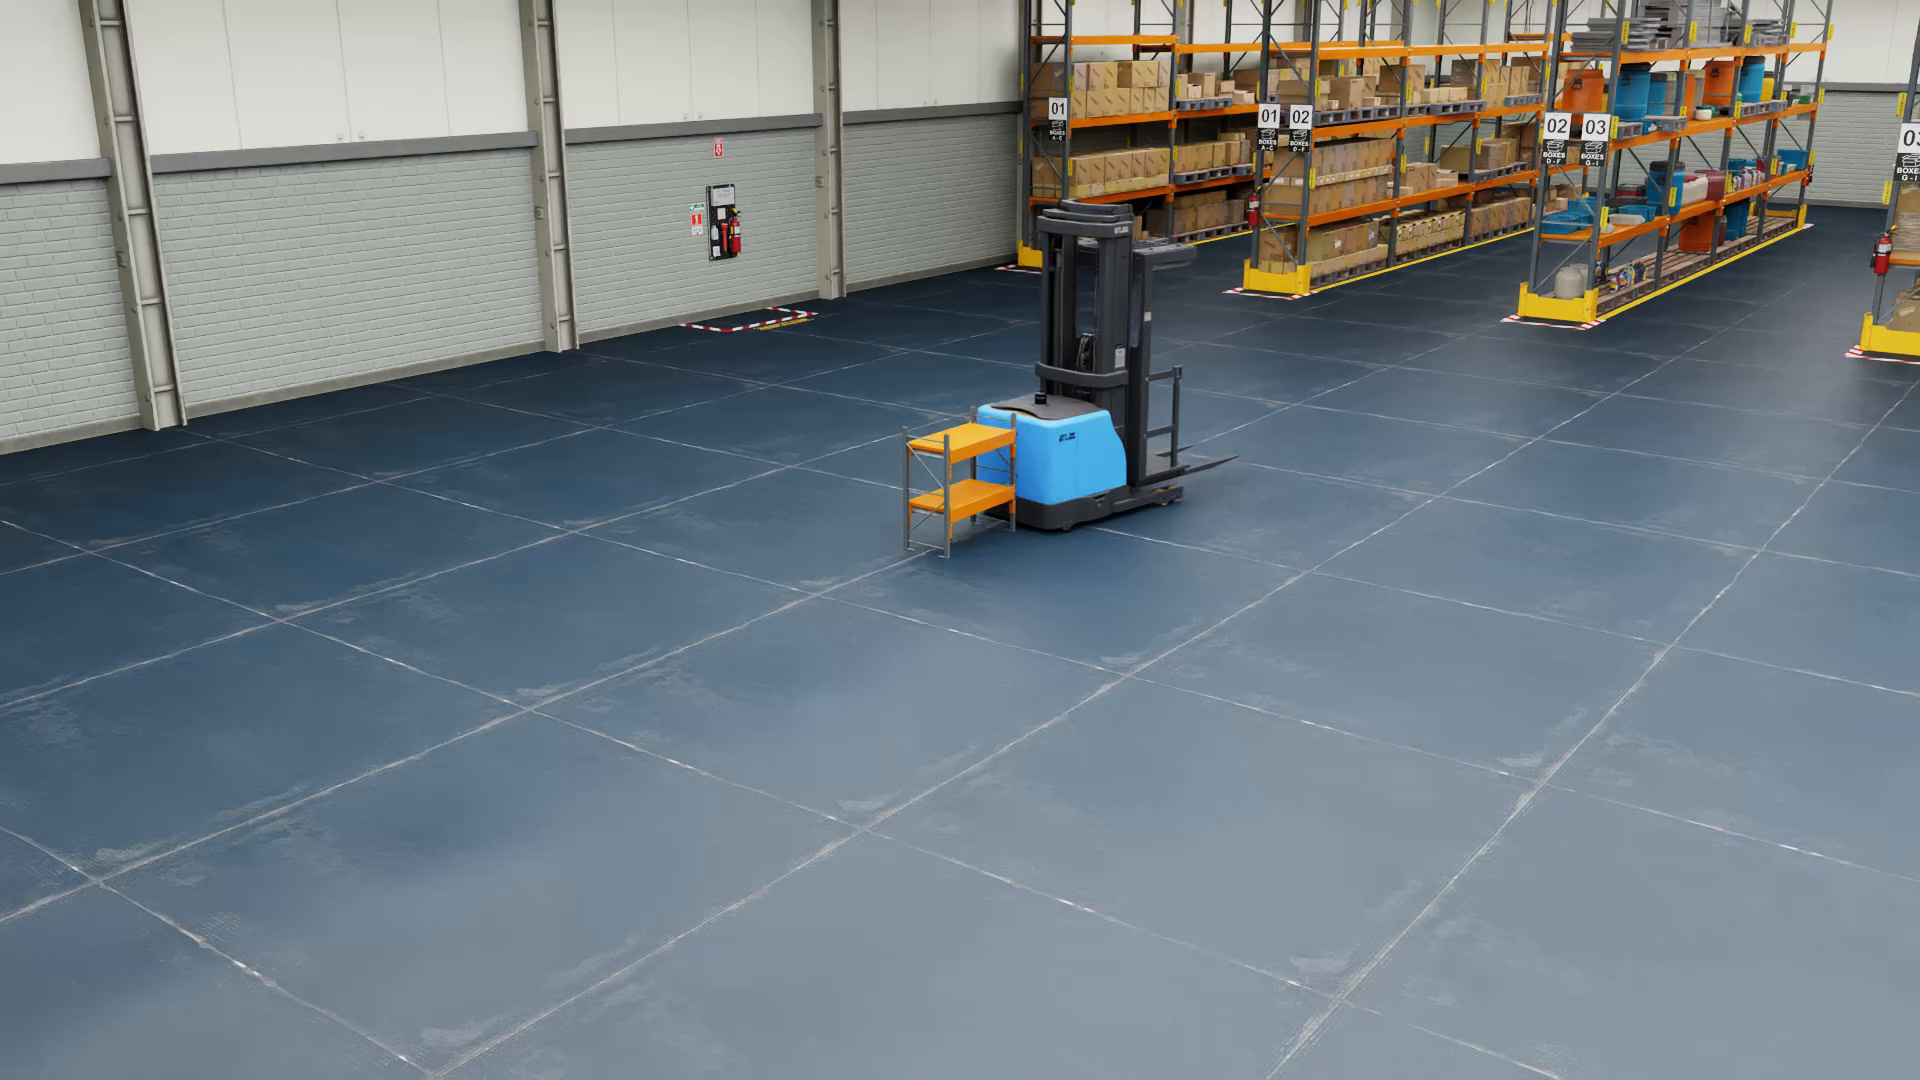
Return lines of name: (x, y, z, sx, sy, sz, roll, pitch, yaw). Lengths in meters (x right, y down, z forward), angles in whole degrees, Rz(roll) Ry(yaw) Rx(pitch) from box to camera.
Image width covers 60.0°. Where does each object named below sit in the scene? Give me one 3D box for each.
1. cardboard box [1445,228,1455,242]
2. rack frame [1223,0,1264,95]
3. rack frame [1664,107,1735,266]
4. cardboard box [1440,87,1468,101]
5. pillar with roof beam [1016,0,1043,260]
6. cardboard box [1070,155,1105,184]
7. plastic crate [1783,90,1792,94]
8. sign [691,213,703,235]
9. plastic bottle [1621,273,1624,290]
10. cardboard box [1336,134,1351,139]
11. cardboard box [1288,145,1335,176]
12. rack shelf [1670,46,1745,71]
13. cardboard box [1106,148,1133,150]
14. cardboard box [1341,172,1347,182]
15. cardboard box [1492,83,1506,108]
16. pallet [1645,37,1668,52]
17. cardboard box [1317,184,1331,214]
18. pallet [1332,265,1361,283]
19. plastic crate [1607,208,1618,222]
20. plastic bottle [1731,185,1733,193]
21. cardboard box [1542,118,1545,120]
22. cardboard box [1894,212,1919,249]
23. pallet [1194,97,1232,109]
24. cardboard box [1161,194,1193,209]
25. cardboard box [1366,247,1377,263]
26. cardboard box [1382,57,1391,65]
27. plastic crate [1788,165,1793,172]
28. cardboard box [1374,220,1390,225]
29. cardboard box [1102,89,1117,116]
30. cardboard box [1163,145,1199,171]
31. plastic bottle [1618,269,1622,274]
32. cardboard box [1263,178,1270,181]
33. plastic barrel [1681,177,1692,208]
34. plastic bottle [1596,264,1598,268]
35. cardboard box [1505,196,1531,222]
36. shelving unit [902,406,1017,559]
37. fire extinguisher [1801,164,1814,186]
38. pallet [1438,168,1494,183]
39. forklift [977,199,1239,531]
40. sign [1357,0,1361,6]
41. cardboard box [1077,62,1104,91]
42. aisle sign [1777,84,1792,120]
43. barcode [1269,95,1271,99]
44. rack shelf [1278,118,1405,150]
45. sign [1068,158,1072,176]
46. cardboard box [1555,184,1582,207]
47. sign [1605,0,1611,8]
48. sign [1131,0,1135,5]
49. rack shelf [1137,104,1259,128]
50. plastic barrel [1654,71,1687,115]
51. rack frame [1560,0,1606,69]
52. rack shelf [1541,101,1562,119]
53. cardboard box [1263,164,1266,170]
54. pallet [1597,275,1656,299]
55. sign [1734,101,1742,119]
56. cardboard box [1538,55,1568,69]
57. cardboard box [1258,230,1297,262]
cardboard box: (9.966, -6.370, 34.631, 0.500, 0.250, 0.500, 12, 21, 34)
rack frame: (6.407, -11.513, 37.152, 1.000, 3.000, 0.127, 12, 21, 35)
rack frame: (14.364, -6.898, 32.404, 1.000, 3.000, 0.127, 12, 21, 35)
cardboard box: (10.163, -9.217, 34.361, 0.500, 0.250, 0.500, 11, 20, 31)
pillar with roof beam: (4.820, -9.167, 29.595, 9.100, 9.000, 0.400, 12, 21, 35)
cardboard box: (2.469, -7.216, 32.382, 0.500, 0.500, 0.500, 12, 21, 35)
plastic crate: (18.677, -10.131, 37.978, 0.497, 0.269, 0.590, 12, 21, 35)
sign: (-4.127, -4.955, 26.089, 0.001, 0.329, 0.234, 12, 21, 35)
plastic bottle: (11.191, -4.382, 28.161, 0.097, 0.271, 0.097, 0, 17, 0)
cardboard box: (9.127, -9.871, 41.472, 0.980, 0.700, 0.700, 13, 21, 36)
cardboard box: (6.250, -6.784, 29.680, 0.700, 0.500, 0.500, 12, 21, 33)
rack shelf: (13.172, -8.752, 30.146, 1.077, 0.370, 4.000, 12, 21, 35)
cardboard box: (3.265, -7.794, 34.245, 0.500, 0.500, 0.500, 12, 21, 34)
cardboard box: (6.794, -6.589, 30.146, 0.380, 0.149, 0.250, 12, 21, 34)
cardboard box: (11.235, -9.609, 35.910, 0.910, 0.500, 0.500, 12, 21, 35)
pallet: (10.785, -8.036, 26.946, 1.003, 0.211, 1.213, 12, 21, 35)
cardboard box: (6.219, -6.151, 29.831, 0.700, 0.500, 0.500, 13, 22, 36)
pallet: (6.771, -5.016, 31.045, 1.003, 0.211, 1.213, 12, 21, 35)
plastic crate: (10.945, -5.570, 28.487, 0.450, 0.188, 0.662, 12, 21, 35)
plastic bottle: (15.327, -7.014, 33.112, 0.097, 0.201, 0.097, 0, 17, 0)
cardboard box: (14.373, -10.020, 40.603, 0.500, 0.500, 0.500, 13, 21, 35)
cardboard box: (13.925, -4.433, 23.797, 0.875, 0.500, 0.500, 12, 21, 35)
pallet: (5.093, -9.414, 35.767, 1.213, 0.211, 1.003, 12, 21, 35)
cardboard box: (4.709, -7.354, 36.082, 0.500, 0.250, 0.500, 12, 21, 34)
cardboard box: (7.598, -5.442, 31.645, 0.500, 0.250, 0.500, 12, 21, 35)
cardboard box: (10.650, -12.181, 42.472, 0.500, 0.500, 0.500, 13, 22, 36)
plastic crate: (18.606, -8.413, 37.628, 0.396, 0.136, 0.243, 12, 21, 35)
cardboard box: (8.321, -6.249, 33.296, 0.500, 0.311, 0.500, 13, 22, 36)
cardboard box: (2.696, -8.514, 32.349, 0.500, 0.500, 0.500, 14, 22, 37)
cardboard box: (4.693, -8.201, 35.689, 0.700, 0.500, 0.500, 15, 23, 40)
plastic bottle: (11.335, -4.512, 28.559, 0.061, 0.283, 0.133, 12, 21, 35)
cardboard box: (7.478, -8.182, 39.456, 0.750, 0.750, 0.750, 12, 21, 34)
plastic barrel: (13.164, -6.374, 30.488, 0.433, 0.535, 0.433, 0, 17, 0)
plastic bottle: (11.166, -4.771, 29.281, 0.144, 0.351, 0.185, 13, 22, 36)
cardboard box: (12.707, -7.575, 38.057, 0.500, 0.500, 0.500, 12, 21, 34)
shelving unit: (0.004, -0.539, 15.088, 0.538, 1.125, 1.048, 12, 21, 35)
fire extinguisher: (19.585, -8.544, 38.464, 0.296, 0.674, 0.183, 12, 21, 35)
pallet: (10.735, -7.856, 35.814, 1.213, 0.211, 1.003, 12, 21, 35)
forklift: (1.572, -1.834, 16.212, 3.031, 2.935, 1.130, -15, 23, -41)
sign: (7.562, -10.263, 31.417, 0.100, 0.325, 0.005, 12, 21, 35)
cardboard box: (2.405, -8.870, 31.808, 0.500, 0.500, 0.500, 12, 21, 34)
aisle sign: (18.935, -10.114, 38.379, 0.394, 0.787, 0.004, 12, 21, 35)
barcode: (5.414, -7.735, 29.065, 0.001, 0.075, 0.075, 12, 21, 35)
rack shelf: (6.813, -7.434, 30.285, 1.077, 0.370, 4.000, 12, 21, 35)
sign: (2.077, -7.061, 31.469, 0.100, 0.325, 0.005, 12, 21, 35)
cardboard box: (15.028, -8.523, 41.110, 0.500, 0.500, 0.500, 12, 21, 35)
sign: (15.588, -12.963, 39.978, 0.100, 0.325, 0.005, 12, 21, 35)
sign: (3.575, -11.179, 34.233, 0.100, 0.325, 0.005, 12, 21, 35)
rack shelf: (5.216, -9.261, 36.169, 1.077, 0.370, 4.000, 12, 21, 35)
plastic barrel: (12.889, -8.088, 30.334, 0.600, 0.901, 0.708, 12, 21, 35)
rack frame: (15.155, -12.544, 40.472, 1.000, 3.000, 0.127, 12, 21, 35)
rack shelf: (13.963, -10.292, 39.489, 1.077, 0.370, 4.000, 12, 21, 35)
cardboard box: (6.789, -8.575, 38.196, 0.380, 0.149, 0.250, 12, 21, 34)
pallet: (11.547, -4.461, 29.258, 1.003, 0.211, 1.213, 12, 21, 35)
sign: (14.810, -8.185, 31.667, 0.100, 0.325, 0.005, 12, 21, 35)
cardboard box: (13.911, -11.167, 39.240, 0.700, 0.500, 0.500, 12, 21, 35)
cardboard box: (5.702, -5.294, 29.905, 0.500, 0.500, 0.500, 12, 21, 35)
